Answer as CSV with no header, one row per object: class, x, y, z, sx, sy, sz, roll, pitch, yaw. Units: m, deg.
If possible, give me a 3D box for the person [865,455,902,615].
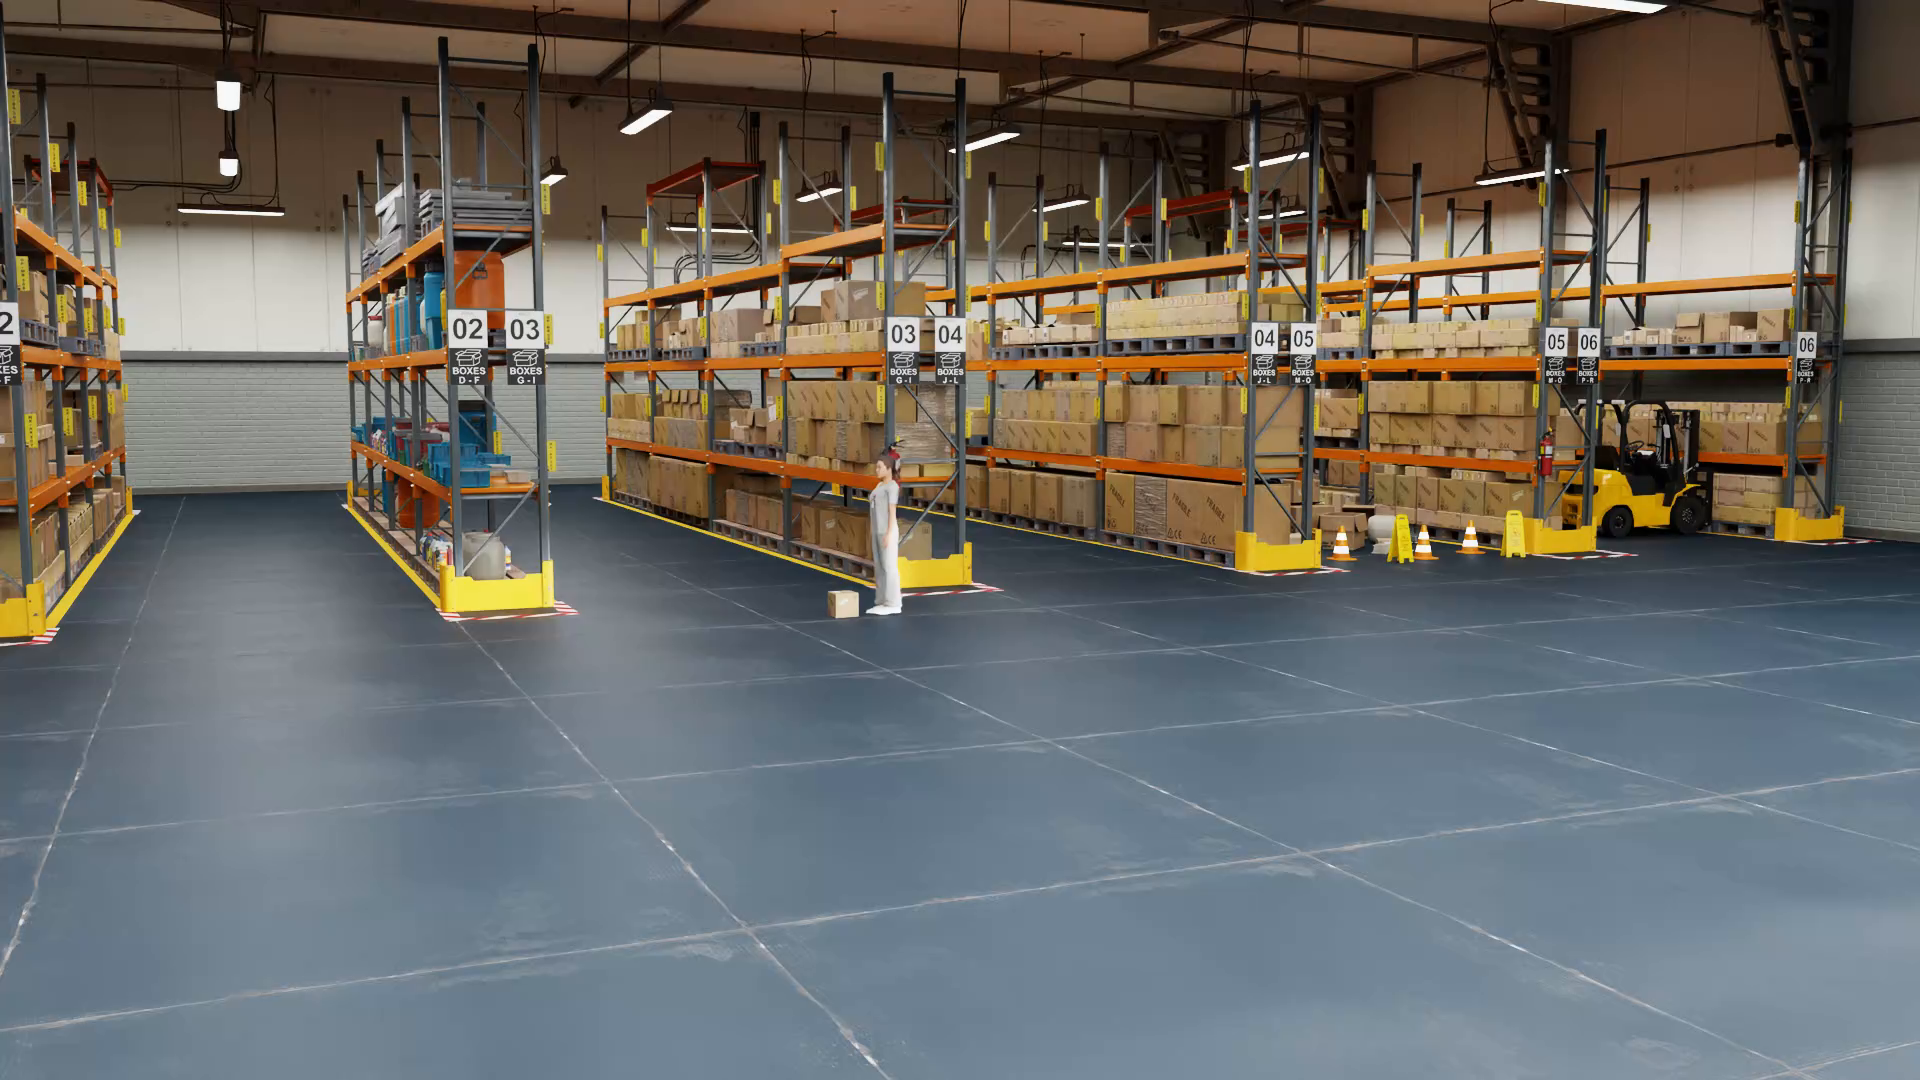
person,-0.784,-0.044,17.540,0.361,1.698,0.440,-2,6,-23
